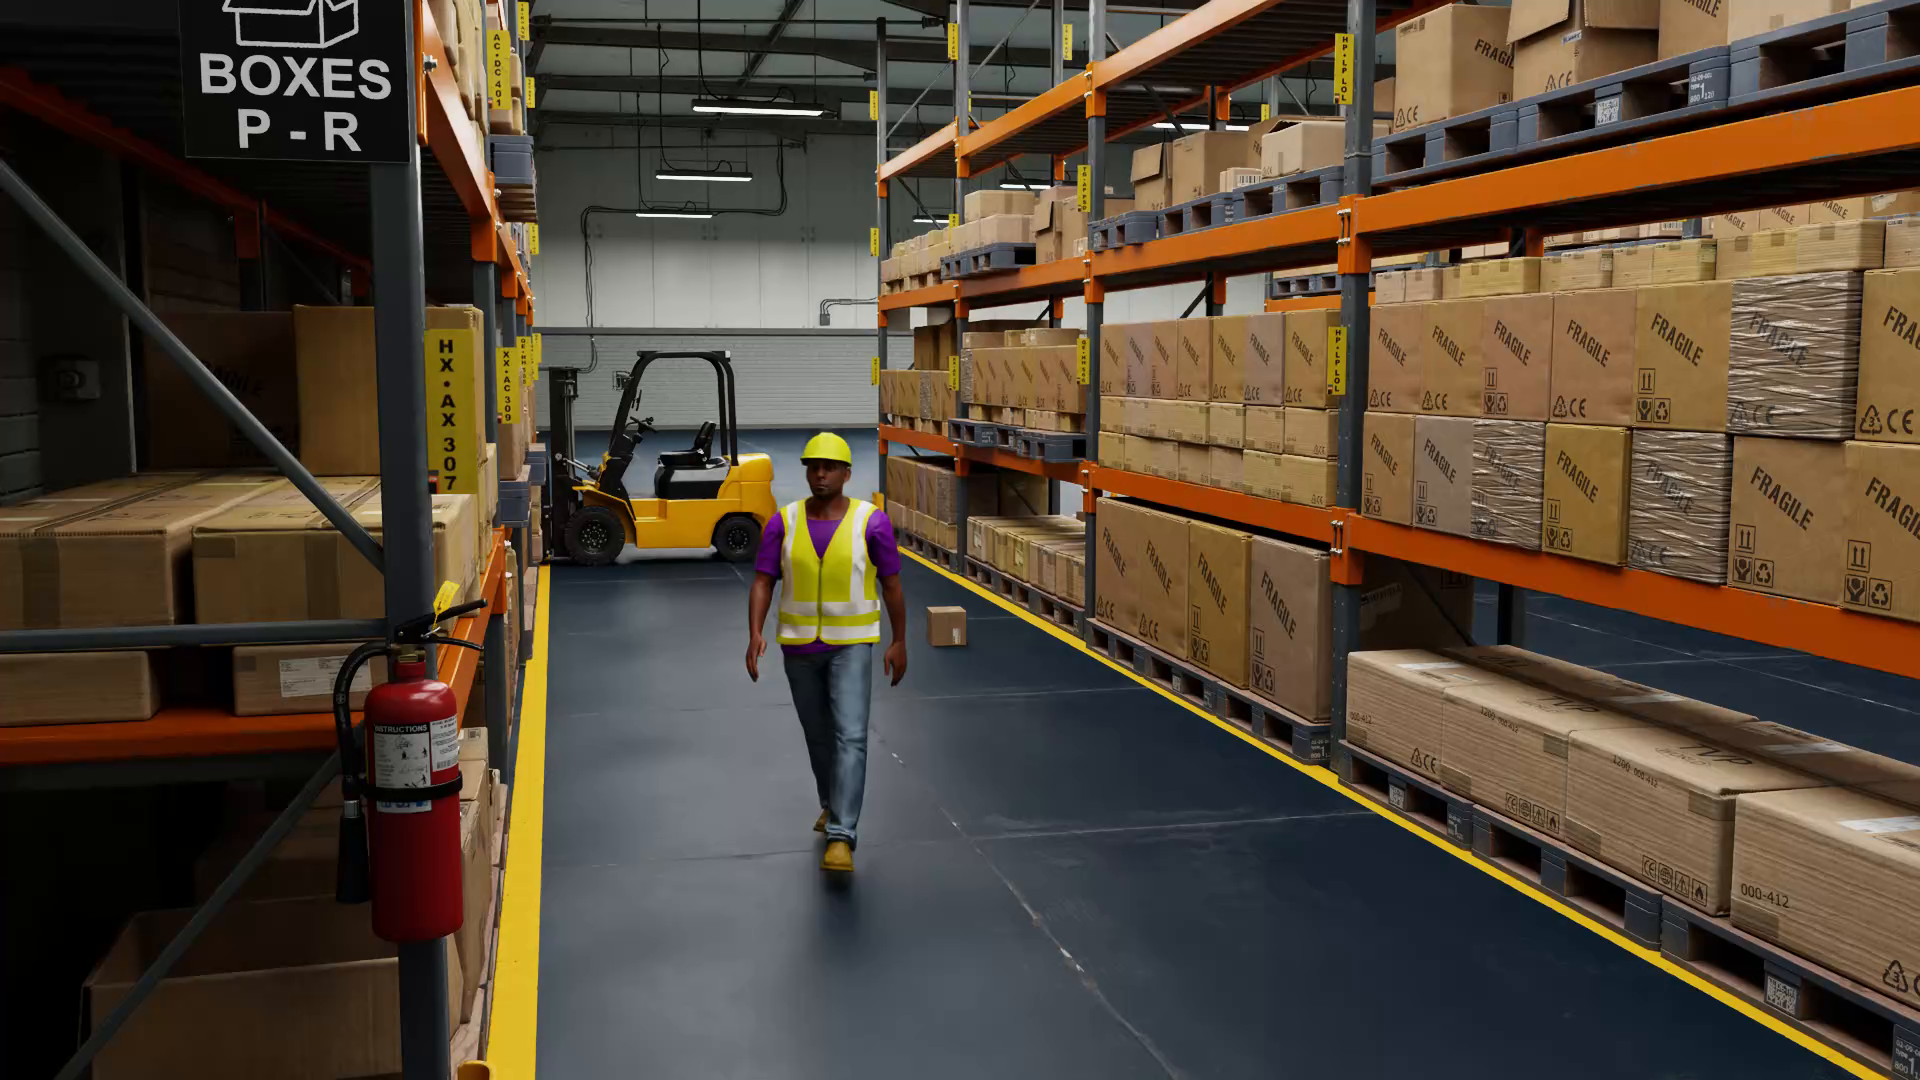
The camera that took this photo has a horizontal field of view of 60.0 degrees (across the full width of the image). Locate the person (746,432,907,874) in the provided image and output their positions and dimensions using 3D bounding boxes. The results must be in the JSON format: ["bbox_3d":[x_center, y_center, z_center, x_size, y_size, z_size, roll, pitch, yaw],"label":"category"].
[{"bbox_3d":[-0.565,0.423,6.745,0.609,1.708,1.010,1,6,10],"label":"person"}]
